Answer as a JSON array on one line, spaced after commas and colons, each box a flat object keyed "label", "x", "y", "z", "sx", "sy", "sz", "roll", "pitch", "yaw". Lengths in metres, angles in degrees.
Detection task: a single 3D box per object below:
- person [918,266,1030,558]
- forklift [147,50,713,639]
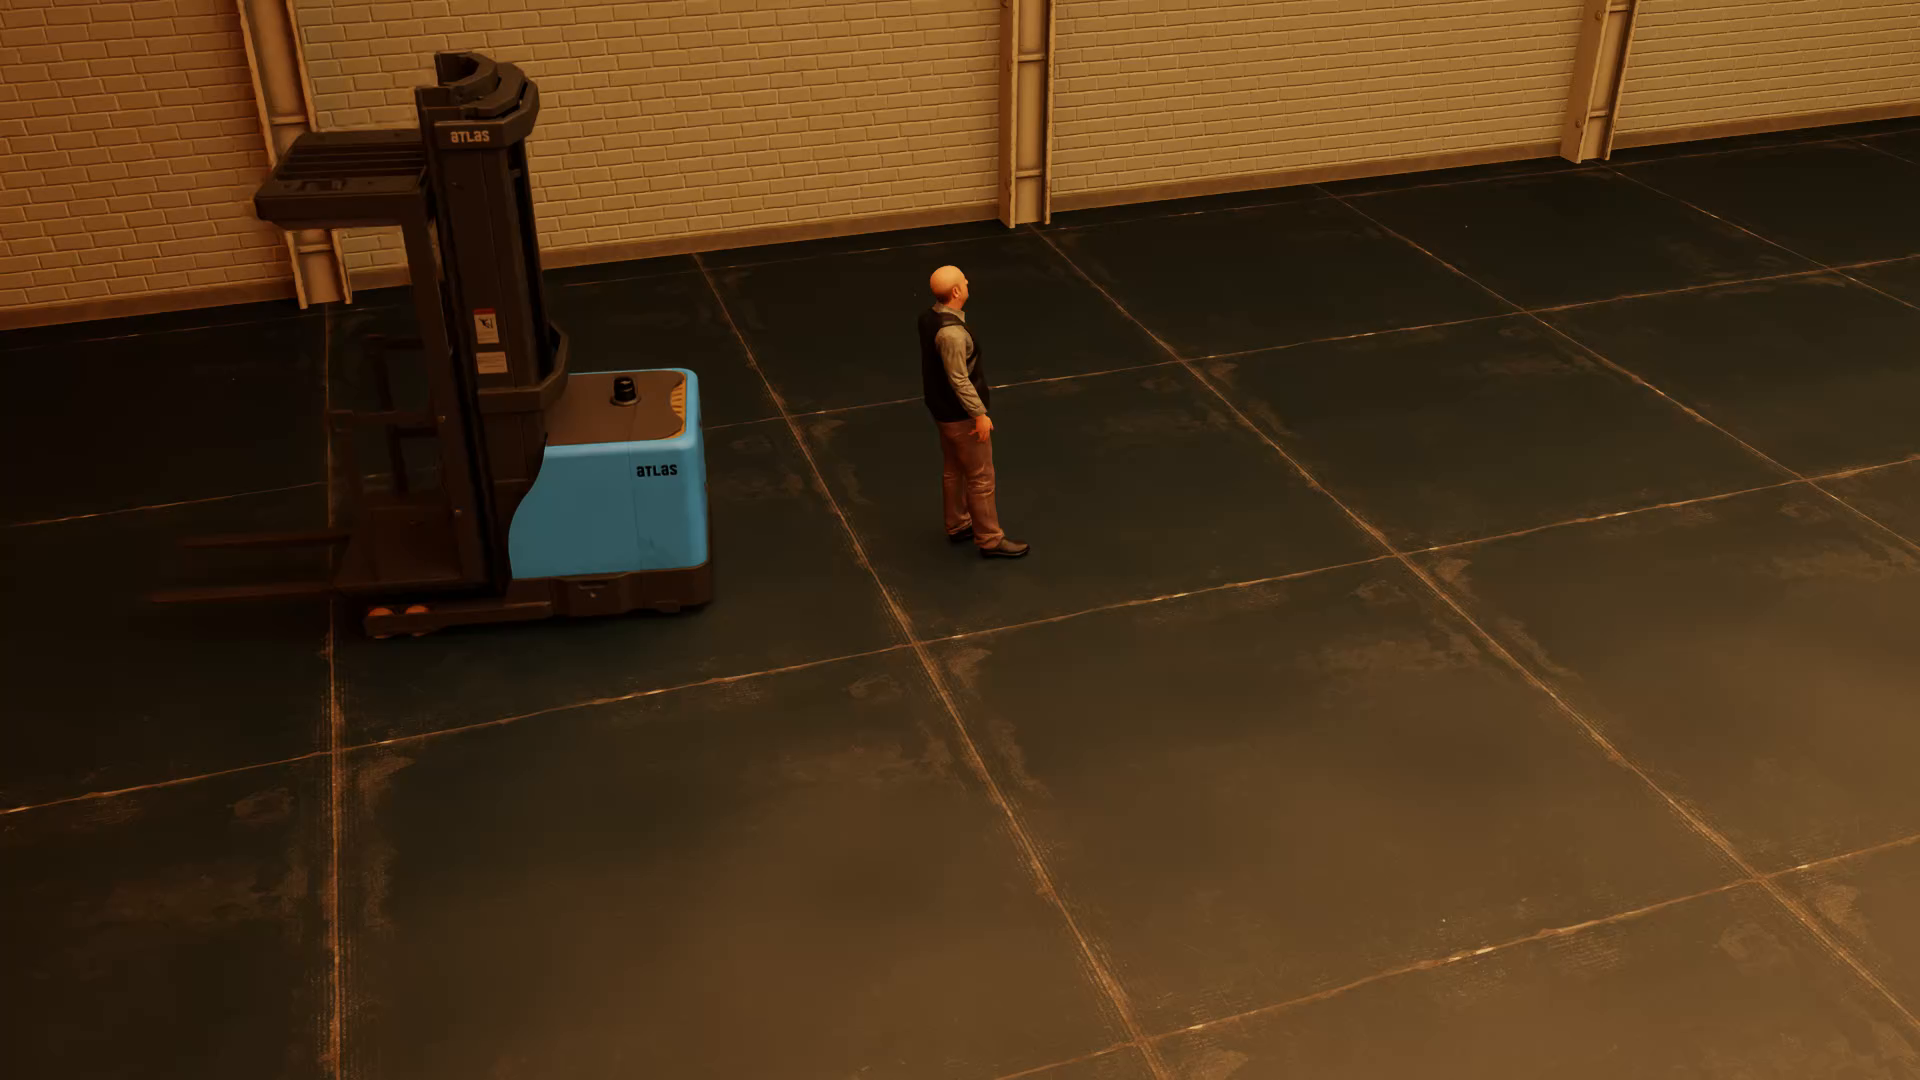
[{"label": "person", "x": 0.062, "y": -0.759, "z": 9.604, "sx": 0.566, "sy": 1.722, "sz": 0.634, "roll": -10, "pitch": 31, "yaw": -16}, {"label": "forklift", "x": -2.947, "y": -1.011, "z": 8.845, "sx": 3.031, "sy": 2.935, "sz": 1.130, "roll": -4, "pitch": 30, "yaw": -7}]
